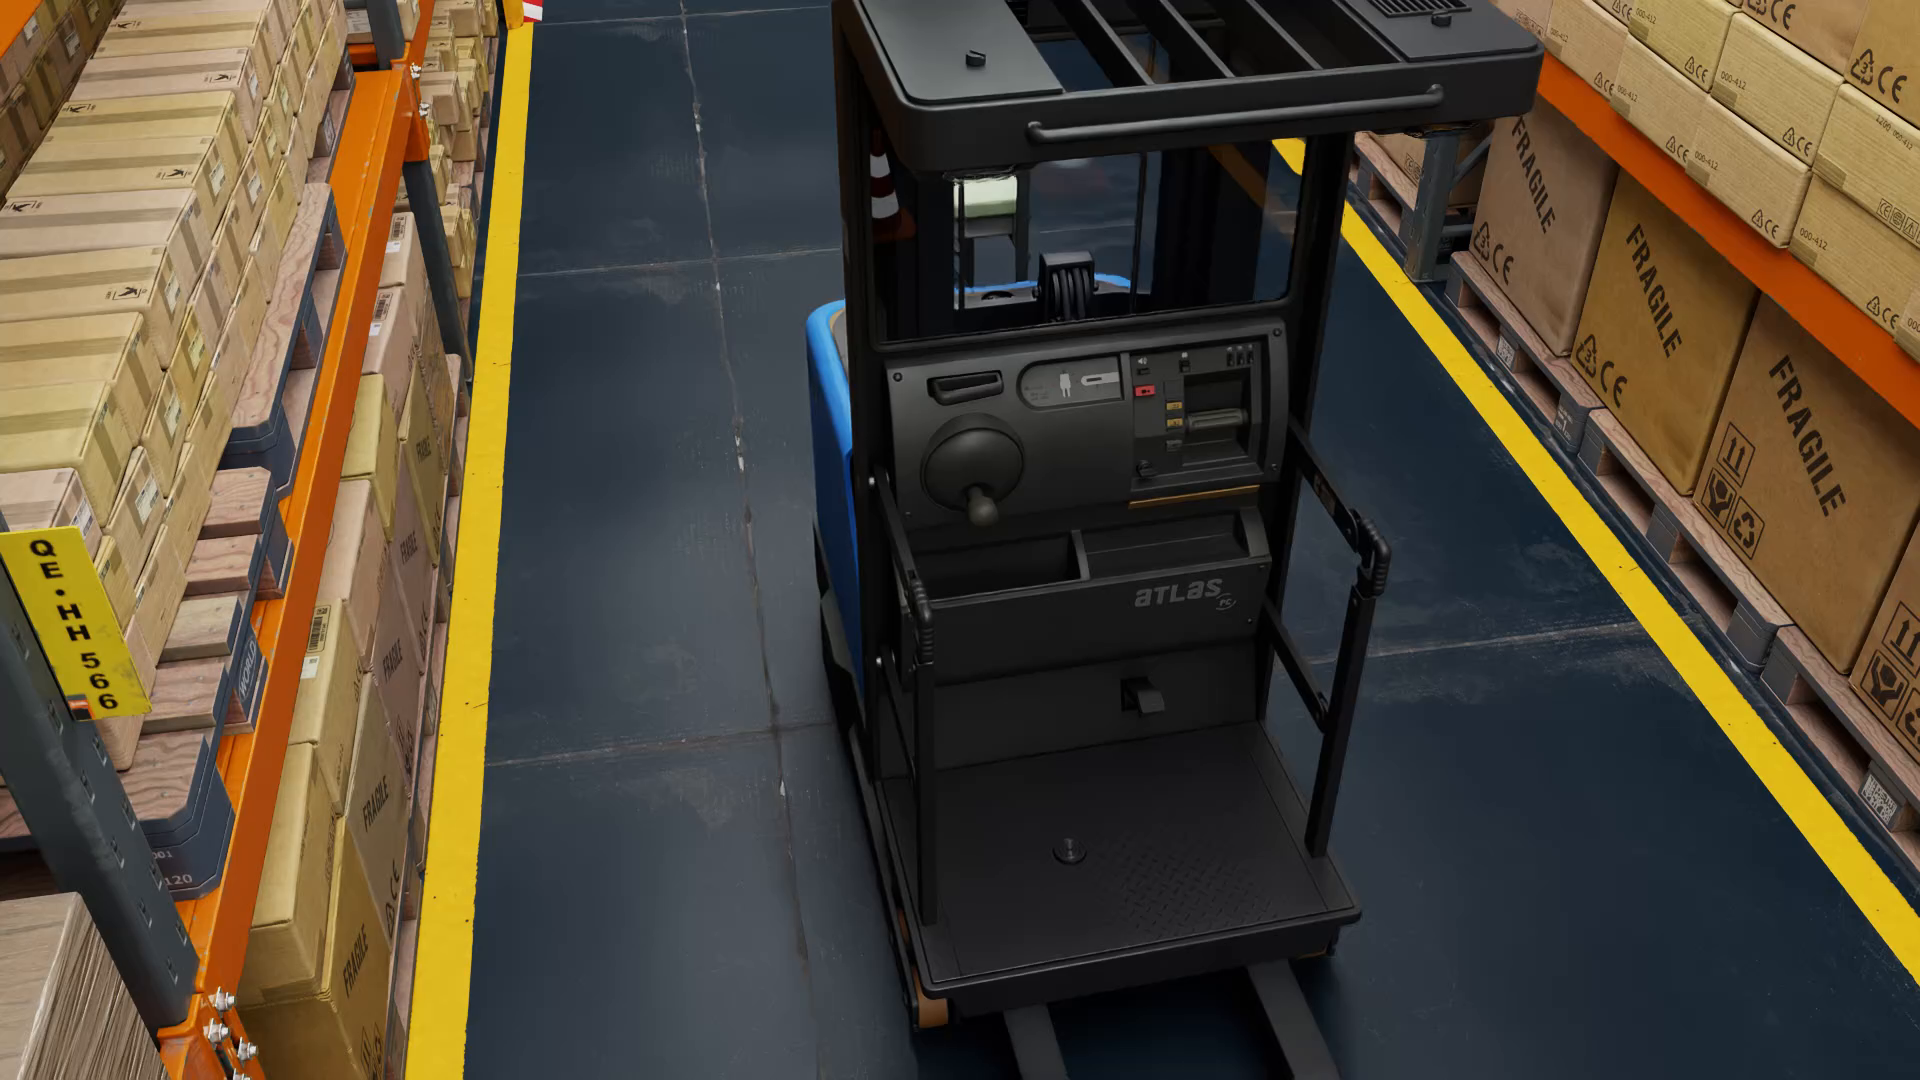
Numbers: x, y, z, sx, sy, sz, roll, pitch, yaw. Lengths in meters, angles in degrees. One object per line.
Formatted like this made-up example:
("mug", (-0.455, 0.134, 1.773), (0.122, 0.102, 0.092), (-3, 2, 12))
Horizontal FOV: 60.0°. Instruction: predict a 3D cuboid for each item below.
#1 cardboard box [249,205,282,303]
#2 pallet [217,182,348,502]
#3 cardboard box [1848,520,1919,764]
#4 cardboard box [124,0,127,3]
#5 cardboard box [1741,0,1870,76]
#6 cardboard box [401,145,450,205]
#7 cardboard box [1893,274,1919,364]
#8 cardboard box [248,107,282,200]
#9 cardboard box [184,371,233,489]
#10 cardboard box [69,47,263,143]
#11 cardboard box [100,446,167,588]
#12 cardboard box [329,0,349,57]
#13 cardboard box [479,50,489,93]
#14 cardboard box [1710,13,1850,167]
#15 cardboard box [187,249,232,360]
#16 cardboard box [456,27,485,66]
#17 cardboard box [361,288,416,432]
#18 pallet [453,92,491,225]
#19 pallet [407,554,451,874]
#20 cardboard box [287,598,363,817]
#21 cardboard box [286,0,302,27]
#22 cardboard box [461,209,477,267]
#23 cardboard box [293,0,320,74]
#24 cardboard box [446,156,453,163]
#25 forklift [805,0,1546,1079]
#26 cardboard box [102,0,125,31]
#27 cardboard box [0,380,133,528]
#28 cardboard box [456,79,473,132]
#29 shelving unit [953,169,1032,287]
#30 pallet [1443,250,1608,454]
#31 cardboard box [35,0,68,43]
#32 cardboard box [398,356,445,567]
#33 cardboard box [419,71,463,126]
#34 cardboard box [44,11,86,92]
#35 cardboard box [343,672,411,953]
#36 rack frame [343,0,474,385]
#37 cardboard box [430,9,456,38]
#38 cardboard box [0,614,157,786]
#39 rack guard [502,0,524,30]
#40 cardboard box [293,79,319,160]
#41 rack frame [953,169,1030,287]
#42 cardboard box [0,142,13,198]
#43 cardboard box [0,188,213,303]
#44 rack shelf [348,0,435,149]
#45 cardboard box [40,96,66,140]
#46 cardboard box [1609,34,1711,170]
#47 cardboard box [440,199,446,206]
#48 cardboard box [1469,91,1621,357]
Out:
("cardboard box", (-1.878, -0.681, 4.044), (0.380, 0.149, 0.250), (-7, 38, -9))
("pallet", (-2.107, -0.480, 4.080), (1.003, 0.211, 1.213), (-6, 38, -8))
("cardboard box", (3.096, 0.289, 4.323), (0.875, 0.875, 0.875), (-7, 38, -8))
("cardboard box", (-2.784, -2.200, 5.812), (0.500, 0.500, 0.500), (-6, 38, -8))
("cardboard box", (2.527, -1.593, 4.459), (0.500, 0.500, 0.500), (-7, 38, -9))
("cardboard box", (-2.268, -1.459, 6.679), (0.380, 0.149, 0.250), (-4, 38, -6))
("cardboard box", (2.686, -0.483, 4.050), (0.500, 0.250, 0.500), (-6, 38, -7))
("cardboard box", (-1.922, -0.950, 4.148), (0.380, 0.149, 0.250), (-6, 38, -8))
("cardboard box", (-1.743, -0.211, 3.439), (0.380, 0.149, 0.250), (-5, 38, -6))
("cardboard box", (-1.931, -1.074, 4.064), (0.380, 0.149, 0.250), (-8, 39, -10))
("cardboard box", (-1.657, -0.026, 2.959), (0.380, 0.149, 0.250), (-4, 38, -6))
("cardboard box", (-2.157, -1.629, 5.264), (0.380, 0.149, 0.250), (-7, 38, -9))
("cardboard box", (-2.556, -2.333, 8.290), (0.380, 0.149, 0.250), (-8, 39, -10))
("cardboard box", (2.506, -1.292, 4.682), (0.500, 0.250, 0.500), (-7, 38, -9))
("cardboard box", (-1.794, -0.490, 3.555), (0.380, 0.149, 0.250), (-6, 38, -8))
("cardboard box", (-2.553, -2.441, 8.186), (0.380, 0.149, 0.250), (-6, 38, -7))
("cardboard box", (-1.965, -0.521, 5.060), (0.500, 0.250, 0.500), (-5, 38, -6))
("pallet", (-2.791, -1.820, 7.920), (1.003, 0.211, 1.213), (-6, 38, -8))
("pallet", (-2.066, 0.529, 4.897), (1.003, 0.211, 1.213), (-6, 38, -8))
("cardboard box", (-1.691, 0.412, 3.859), (0.500, 0.250, 0.500), (-7, 38, -9))
("cardboard box", (-2.067, -1.542, 4.668), (0.380, 0.149, 0.250), (-7, 38, -9))
("cardboard box", (-2.215, -1.236, 6.877), (0.380, 0.149, 0.250), (-5, 38, -7))
("cardboard box", (-2.069, -1.437, 4.774), (0.380, 0.149, 0.250), (-5, 38, -6))
("cardboard box", (-2.485, -1.687, 7.458), (0.380, 0.149, 0.250), (-8, 39, -10))
("forklift", (0.347, -0.191, 3.607), (1.130, 2.935, 3.031), (-8, 39, -10))
("cardboard box", (-2.805, -1.560, 5.176), (0.380, 0.149, 0.250), (-8, 39, -10))
("cardboard box", (-1.660, -0.128, 2.848), (0.380, 0.149, 0.250), (-7, 38, -9))
("cardboard box", (-2.432, -1.969, 7.579), (0.380, 0.149, 0.250), (-7, 38, -8))
("shelving unit", (-0.072, -0.765, 5.512), (0.431, 1.500, 0.755), (-8, 39, -10))
("pallet", (2.644, -0.815, 6.627), (1.003, 0.211, 1.213), (-6, 38, -8))
("cardboard box", (-2.708, -1.472, 4.577), (0.380, 0.149, 0.250), (-6, 38, -8))
("cardboard box", (-1.954, -0.230, 5.296), (0.500, 0.500, 0.500), (-7, 38, -9))
("cardboard box", (-2.393, -1.924, 7.278), (0.380, 0.149, 0.250), (-5, 38, -7))
("cardboard box", (-2.712, -1.365, 4.682), (0.380, 0.149, 0.250), (-5, 38, -7))
("cardboard box", (-1.684, 0.699, 4.101), (0.500, 0.500, 0.500), (-6, 38, -7))
("rack frame", (-2.421, -1.781, 5.597), (1.000, 3.000, 0.127), (-6, 38, -8))
("cardboard box", (-2.600, -2.388, 7.875), (0.380, 0.149, 0.250), (-7, 38, -9))
("cardboard box", (-1.600, 0.277, 2.811), (0.380, 0.149, 0.250), (-7, 38, -9))
("rack guard", (-3.109, -3.164, 9.415), (1.175, 0.500, 0.348), (-6, 38, -8))
("cardboard box", (-2.025, -1.170, 4.673), (0.380, 0.149, 0.250), (-8, 39, -10))
("rack frame", (0.007, -0.546, 5.230), (0.400, 1.500, 0.023), (-8, 39, -10))
("cardboard box", (-2.570, -0.886, 4.065), (0.380, 0.149, 0.250), (-7, 38, -9))
("cardboard box", (-1.794, -0.600, 3.455), (0.380, 0.149, 0.250), (-5, 38, -6))
("rack shelf", (-2.772, -2.705, 7.373), (1.077, 0.370, 4.000), (-6, 38, -8))
("cardboard box", (-2.668, -1.090, 4.571), (0.380, 0.149, 0.250), (-6, 38, -7))
("cardboard box", (2.418, -1.397, 5.226), (0.500, 0.250, 0.500), (-7, 38, -8))
("cardboard box", (-2.302, -1.335, 6.762), (0.380, 0.149, 0.250), (-6, 38, -8))
("cardboard box", (2.622, -1.335, 6.413), (0.875, 0.875, 0.875), (-5, 38, -7))
